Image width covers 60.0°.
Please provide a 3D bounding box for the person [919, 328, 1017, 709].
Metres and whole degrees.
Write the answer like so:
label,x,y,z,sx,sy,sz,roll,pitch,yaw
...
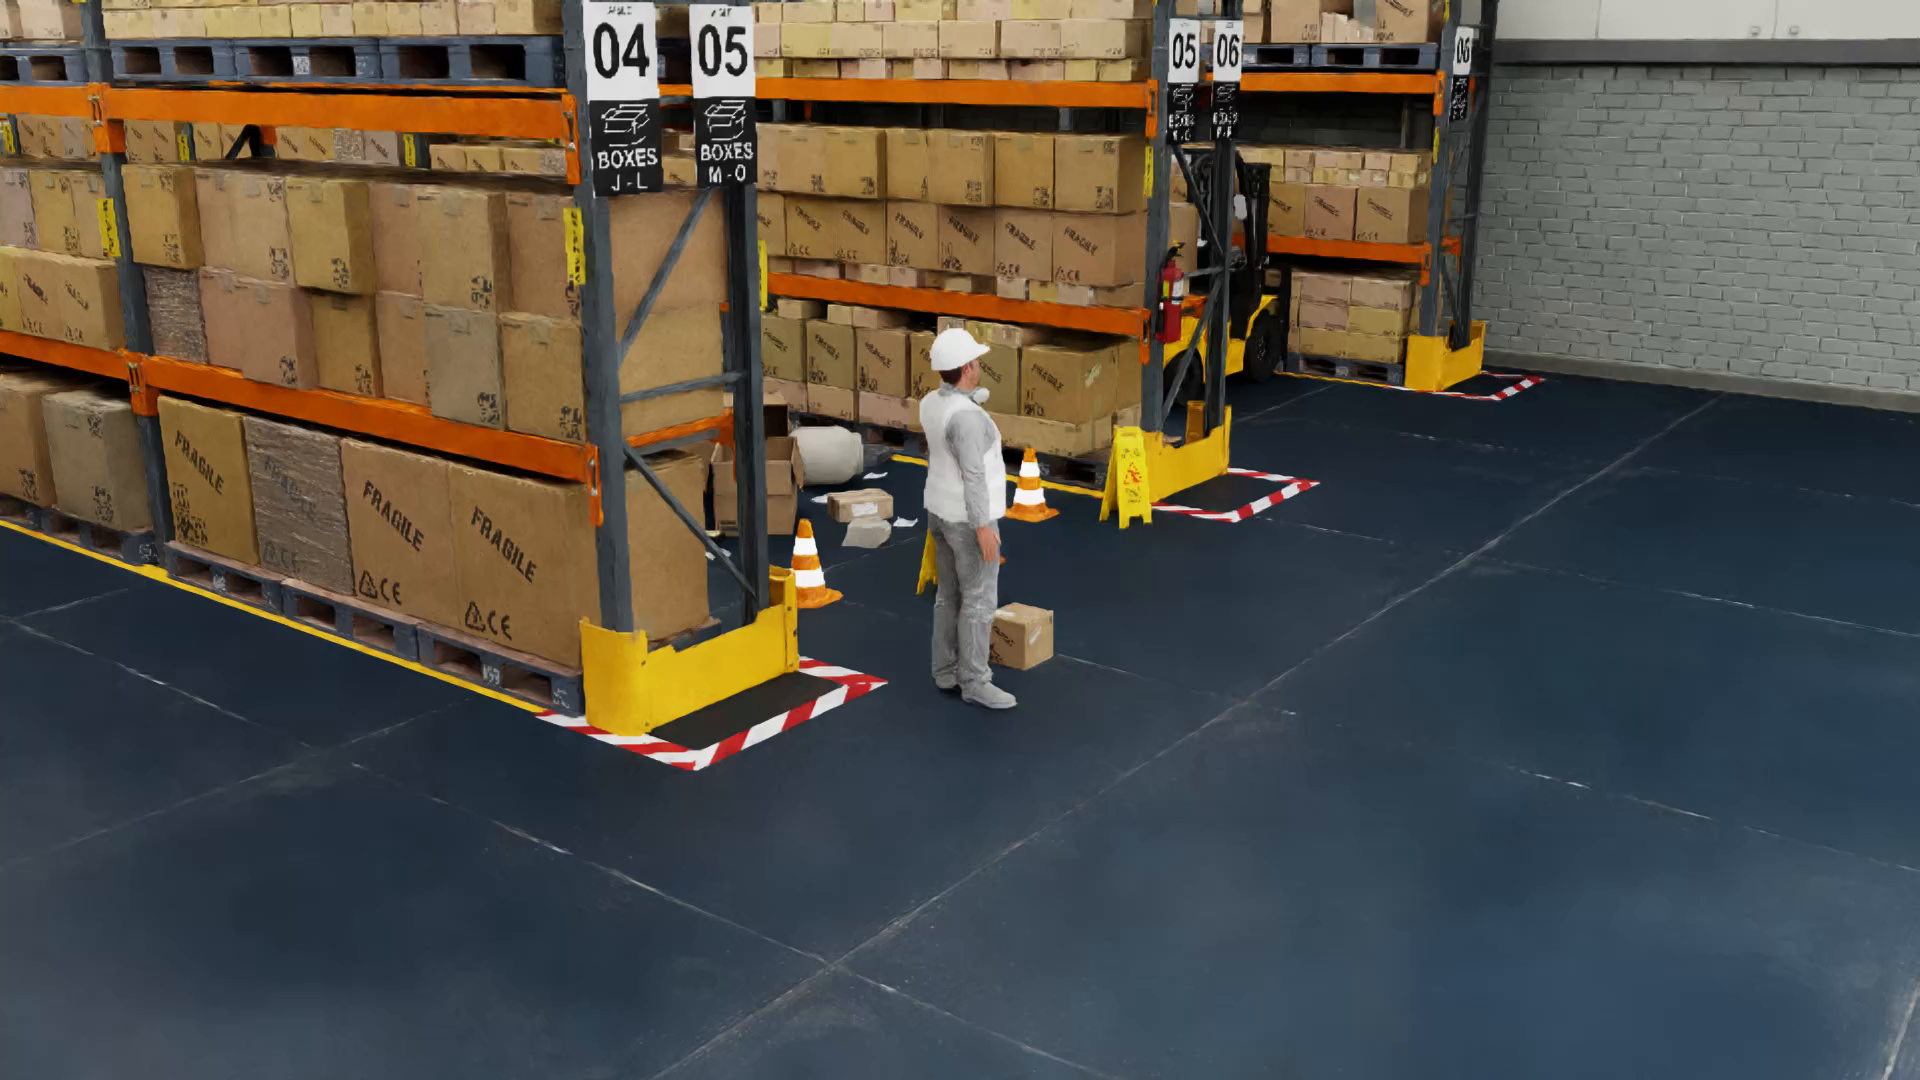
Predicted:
label,x,y,z,sx,sy,sz,roll,pitch,yaw
person,0.035,-0.115,7.861,0.364,1.782,0.637,-7,18,-24
